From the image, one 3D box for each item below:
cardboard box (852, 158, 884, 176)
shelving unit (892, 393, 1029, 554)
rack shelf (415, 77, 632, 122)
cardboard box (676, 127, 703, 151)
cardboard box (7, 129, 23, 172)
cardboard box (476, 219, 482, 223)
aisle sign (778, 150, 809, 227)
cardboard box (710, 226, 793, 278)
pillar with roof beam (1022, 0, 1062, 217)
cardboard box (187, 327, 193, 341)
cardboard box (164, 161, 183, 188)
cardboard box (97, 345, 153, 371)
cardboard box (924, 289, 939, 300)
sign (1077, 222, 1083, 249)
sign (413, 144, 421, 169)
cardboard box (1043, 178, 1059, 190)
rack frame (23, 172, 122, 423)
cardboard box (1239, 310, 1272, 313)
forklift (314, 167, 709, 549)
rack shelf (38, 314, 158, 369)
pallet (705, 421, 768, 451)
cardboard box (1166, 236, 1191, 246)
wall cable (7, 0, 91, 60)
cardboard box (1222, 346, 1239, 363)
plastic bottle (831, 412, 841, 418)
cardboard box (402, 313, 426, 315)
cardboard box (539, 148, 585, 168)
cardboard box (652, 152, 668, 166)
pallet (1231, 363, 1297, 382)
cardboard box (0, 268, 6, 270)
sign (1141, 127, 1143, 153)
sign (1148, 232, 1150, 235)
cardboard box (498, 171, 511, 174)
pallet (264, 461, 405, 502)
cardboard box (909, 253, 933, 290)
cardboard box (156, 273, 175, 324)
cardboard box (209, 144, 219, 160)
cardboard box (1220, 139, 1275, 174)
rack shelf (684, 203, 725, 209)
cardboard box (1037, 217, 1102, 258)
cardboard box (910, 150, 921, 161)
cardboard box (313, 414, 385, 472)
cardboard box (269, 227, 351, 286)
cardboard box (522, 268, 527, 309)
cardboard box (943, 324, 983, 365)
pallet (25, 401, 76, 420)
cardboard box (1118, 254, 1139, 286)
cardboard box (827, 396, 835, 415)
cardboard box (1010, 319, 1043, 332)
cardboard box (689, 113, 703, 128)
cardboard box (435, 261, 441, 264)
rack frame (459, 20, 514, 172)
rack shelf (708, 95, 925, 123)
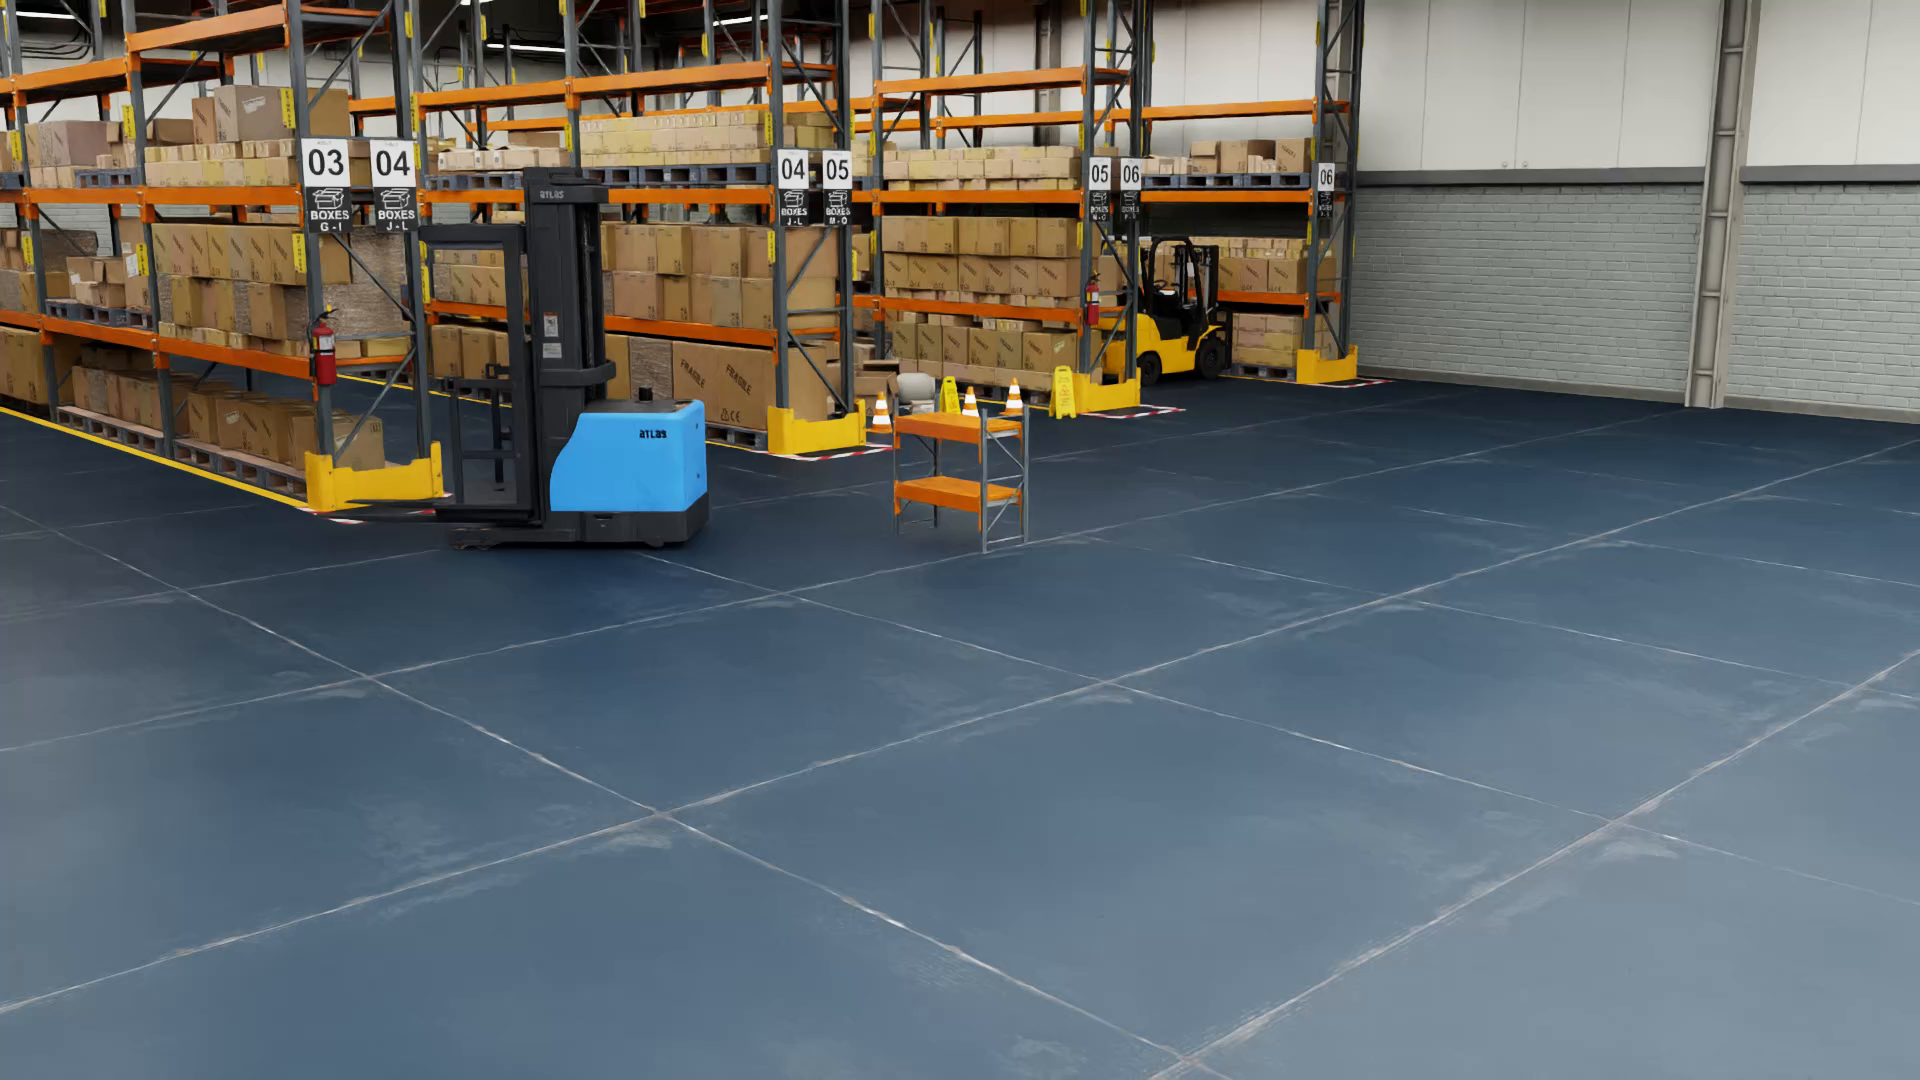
[{"bbox_3d":[-1.344,-5.439,24.273,0.500,0.250,0.500,-11,16,-44],"label":"cardboard box"},{"bbox_3d":[-0.005,-0.552,13.303,0.538,1.125,1.048,-11,16,-43],"label":"shelving unit"},{"bbox_3d":[-5.727,-5.750,21.792,1.077,0.370,4.000,-11,16,-43],"label":"rack shelf"},{"bbox_3d":[-2.815,-4.459,18.533,0.500,0.250,0.500,-11,16,-43],"label":"cardboard box"},{"bbox_3d":[-11.239,-4.779,20.446,0.797,0.503,0.637,-10,15,-39],"label":"cardboard box"},{"bbox_3d":[-8.997,-5.953,32.144,0.500,0.500,0.500,-11,16,-44],"label":"cardboard box"},{"bbox_3d":[-1.752,-3.705,17.519,0.394,0.787,0.004,-11,16,-43],"label":"aisle sign"},{"bbox_3d":[-2.258,-3.213,18.527,0.875,0.550,0.550,-11,16,-43],"label":"cardboard box"},{"bbox_3d":[-1.572,-7.322,26.650,9.100,9.000,0.548,-11,16,-43],"label":"pillar with roof beam"},{"bbox_3d":[-7.537,-2.089,16.739,0.380,0.149,0.250,-11,16,-43],"label":"cardboard box"},{"bbox_3d":[-7.508,-3.609,16.434,0.500,0.250,0.500,-11,16,-43],"label":"cardboard box"},{"bbox_3d":[-9.907,-2.164,19.727,0.500,0.250,0.500,-9,14,-36],"label":"cardboard box"},{"bbox_3d":[-0.287,-3.453,23.363,0.380,0.149,0.250,-10,15,-41],"label":"cardboard box"},{"bbox_3d":[1.511,-3.836,20.944,0.100,0.325,0.005,-11,16,-43],"label":"sign"},{"bbox_3d":[-7.502,-5.299,22.981,0.100,0.325,0.005,-11,16,-43],"label":"sign"},{"bbox_3d":[1.283,-4.579,21.394,0.380,0.149,0.250,-11,16,-42],"label":"cardboard box"},{"bbox_3d":[-10.765,-2.975,20.418,1.000,3.000,0.127,-11,16,-43],"label":"rack frame"},{"bbox_3d":[4.634,-3.473,26.130,0.500,0.250,0.500,-11,16,-43],"label":"cardboard box"},{"bbox_3d":[-3.627,-1.467,13.268,3.031,2.935,1.130,0,12,2],"label":"forklift"},{"bbox_3d":[-9.384,-2.331,19.074,1.077,0.370,4.000,-11,16,-43],"label":"rack shelf"},{"bbox_3d":[-2.192,-1.224,18.829,1.003,0.211,1.213,-11,16,-43],"label":"pallet"},{"bbox_3d":[3.488,-4.741,26.399,0.380,0.149,0.250,-11,16,-43],"label":"cardboard box"},{"bbox_3d":[-17.702,-9.962,31.492,2.277,5.999,0.120,-11,16,-43],"label":"wall cable"},{"bbox_3d":[4.286,-2.912,25.887,0.500,0.250,0.500,-11,16,-42],"label":"cardboard box"},{"bbox_3d":[-1.504,-1.572,20.889,0.283,0.061,0.133,6,13,26],"label":"plastic bottle"},{"bbox_3d":[-8.453,-3.358,25.574,0.500,0.250,0.500,11,16,43],"label":"cardboard box"},{"bbox_3d":[-4.949,-4.799,20.920,0.500,0.250,0.500,-11,16,-42],"label":"cardboard box"},{"bbox_3d":[-3.290,-4.346,18.973,0.380,0.149,0.250,-11,16,-42],"label":"cardboard box"},{"bbox_3d":[4.956,-2.621,25.609,1.003,0.211,1.213,-11,16,-43],"label":"pallet"},{"bbox_3d":[-12.337,-3.285,21.674,0.500,0.500,0.500,-10,16,-41],"label":"cardboard box"},{"bbox_3d":[2.319,-5.161,21.430,0.100,0.325,0.005,-11,16,-43],"label":"sign"},{"bbox_3d":[3.152,-5.005,27.929,0.100,0.325,0.005,-11,16,-43],"label":"sign"},{"bbox_3d":[-8.538,-6.933,31.532,0.380,0.149,0.250,-10,15,-41],"label":"cardboard box"},{"bbox_3d":[-5.829,-0.576,15.686,1.003,0.211,1.213,-11,16,-43],"label":"pallet"},{"bbox_3d":[-0.370,-3.794,23.407,0.500,0.500,0.500,-11,16,-43],"label":"cardboard box"},{"bbox_3d":[-7.737,-2.512,17.184,0.875,0.500,0.500,-11,16,-43],"label":"cardboard box"},{"bbox_3d":[-6.871,-3.674,15.761,0.380,0.149,0.250,-10,16,-41],"label":"cardboard box"},{"bbox_3d":[4.397,-5.848,25.391,0.700,0.500,0.500,-11,16,-42],"label":"cardboard box"},{"bbox_3d":[-4.154,-7.041,34.501,1.077,0.370,4.000,-11,16,-43],"label":"rack shelf"},{"bbox_3d":[1.416,-3.917,21.527,0.500,0.500,0.700,11,16,44],"label":"cardboard box"},{"bbox_3d":[-0.478,-5.344,23.128,0.250,0.149,0.380,11,16,43],"label":"cardboard box"},{"bbox_3d":[-5.660,-0.882,15.415,0.500,0.500,0.500,-7,14,-32],"label":"cardboard box"},{"bbox_3d":[-5.799,-2.538,14.833,0.500,0.500,0.500,-11,16,-43],"label":"cardboard box"},{"bbox_3d":[-5.598,-3.303,21.763,0.500,0.500,0.500,-11,16,-42],"label":"cardboard box"},{"bbox_3d":[0.112,-2.722,23.107,0.500,0.500,0.500,-10,15,-40],"label":"cardboard box"},{"bbox_3d":[-11.255,-1.735,21.309,1.003,0.211,1.213,-11,16,-43],"label":"pallet"},{"bbox_3d":[2.869,-4.412,27.147,0.500,0.500,0.500,11,16,44],"label":"cardboard box"},{"bbox_3d":[-1.827,-1.734,21.172,0.396,0.266,0.258,-8,14,-33],"label":"cardboard box"},{"bbox_3d":[0.883,-2.857,22.154,0.380,0.149,0.250,-10,15,-41],"label":"cardboard box"},{"bbox_3d":[-2.761,-4.625,18.353,0.380,0.149,0.250,-11,16,-42],"label":"cardboard box"},{"bbox_3d":[-7.486,-4.018,24.323,0.380,0.149,0.250,-10,15,-40],"label":"cardboard box"},{"bbox_3d":[-9.123,-8.462,32.183,1.000,3.000,0.127,-11,16,-43],"label":"rack frame"},{"bbox_3d":[-2.217,-6.454,25.212,1.077,0.370,4.000,-11,16,-43],"label":"rack shelf"}]
